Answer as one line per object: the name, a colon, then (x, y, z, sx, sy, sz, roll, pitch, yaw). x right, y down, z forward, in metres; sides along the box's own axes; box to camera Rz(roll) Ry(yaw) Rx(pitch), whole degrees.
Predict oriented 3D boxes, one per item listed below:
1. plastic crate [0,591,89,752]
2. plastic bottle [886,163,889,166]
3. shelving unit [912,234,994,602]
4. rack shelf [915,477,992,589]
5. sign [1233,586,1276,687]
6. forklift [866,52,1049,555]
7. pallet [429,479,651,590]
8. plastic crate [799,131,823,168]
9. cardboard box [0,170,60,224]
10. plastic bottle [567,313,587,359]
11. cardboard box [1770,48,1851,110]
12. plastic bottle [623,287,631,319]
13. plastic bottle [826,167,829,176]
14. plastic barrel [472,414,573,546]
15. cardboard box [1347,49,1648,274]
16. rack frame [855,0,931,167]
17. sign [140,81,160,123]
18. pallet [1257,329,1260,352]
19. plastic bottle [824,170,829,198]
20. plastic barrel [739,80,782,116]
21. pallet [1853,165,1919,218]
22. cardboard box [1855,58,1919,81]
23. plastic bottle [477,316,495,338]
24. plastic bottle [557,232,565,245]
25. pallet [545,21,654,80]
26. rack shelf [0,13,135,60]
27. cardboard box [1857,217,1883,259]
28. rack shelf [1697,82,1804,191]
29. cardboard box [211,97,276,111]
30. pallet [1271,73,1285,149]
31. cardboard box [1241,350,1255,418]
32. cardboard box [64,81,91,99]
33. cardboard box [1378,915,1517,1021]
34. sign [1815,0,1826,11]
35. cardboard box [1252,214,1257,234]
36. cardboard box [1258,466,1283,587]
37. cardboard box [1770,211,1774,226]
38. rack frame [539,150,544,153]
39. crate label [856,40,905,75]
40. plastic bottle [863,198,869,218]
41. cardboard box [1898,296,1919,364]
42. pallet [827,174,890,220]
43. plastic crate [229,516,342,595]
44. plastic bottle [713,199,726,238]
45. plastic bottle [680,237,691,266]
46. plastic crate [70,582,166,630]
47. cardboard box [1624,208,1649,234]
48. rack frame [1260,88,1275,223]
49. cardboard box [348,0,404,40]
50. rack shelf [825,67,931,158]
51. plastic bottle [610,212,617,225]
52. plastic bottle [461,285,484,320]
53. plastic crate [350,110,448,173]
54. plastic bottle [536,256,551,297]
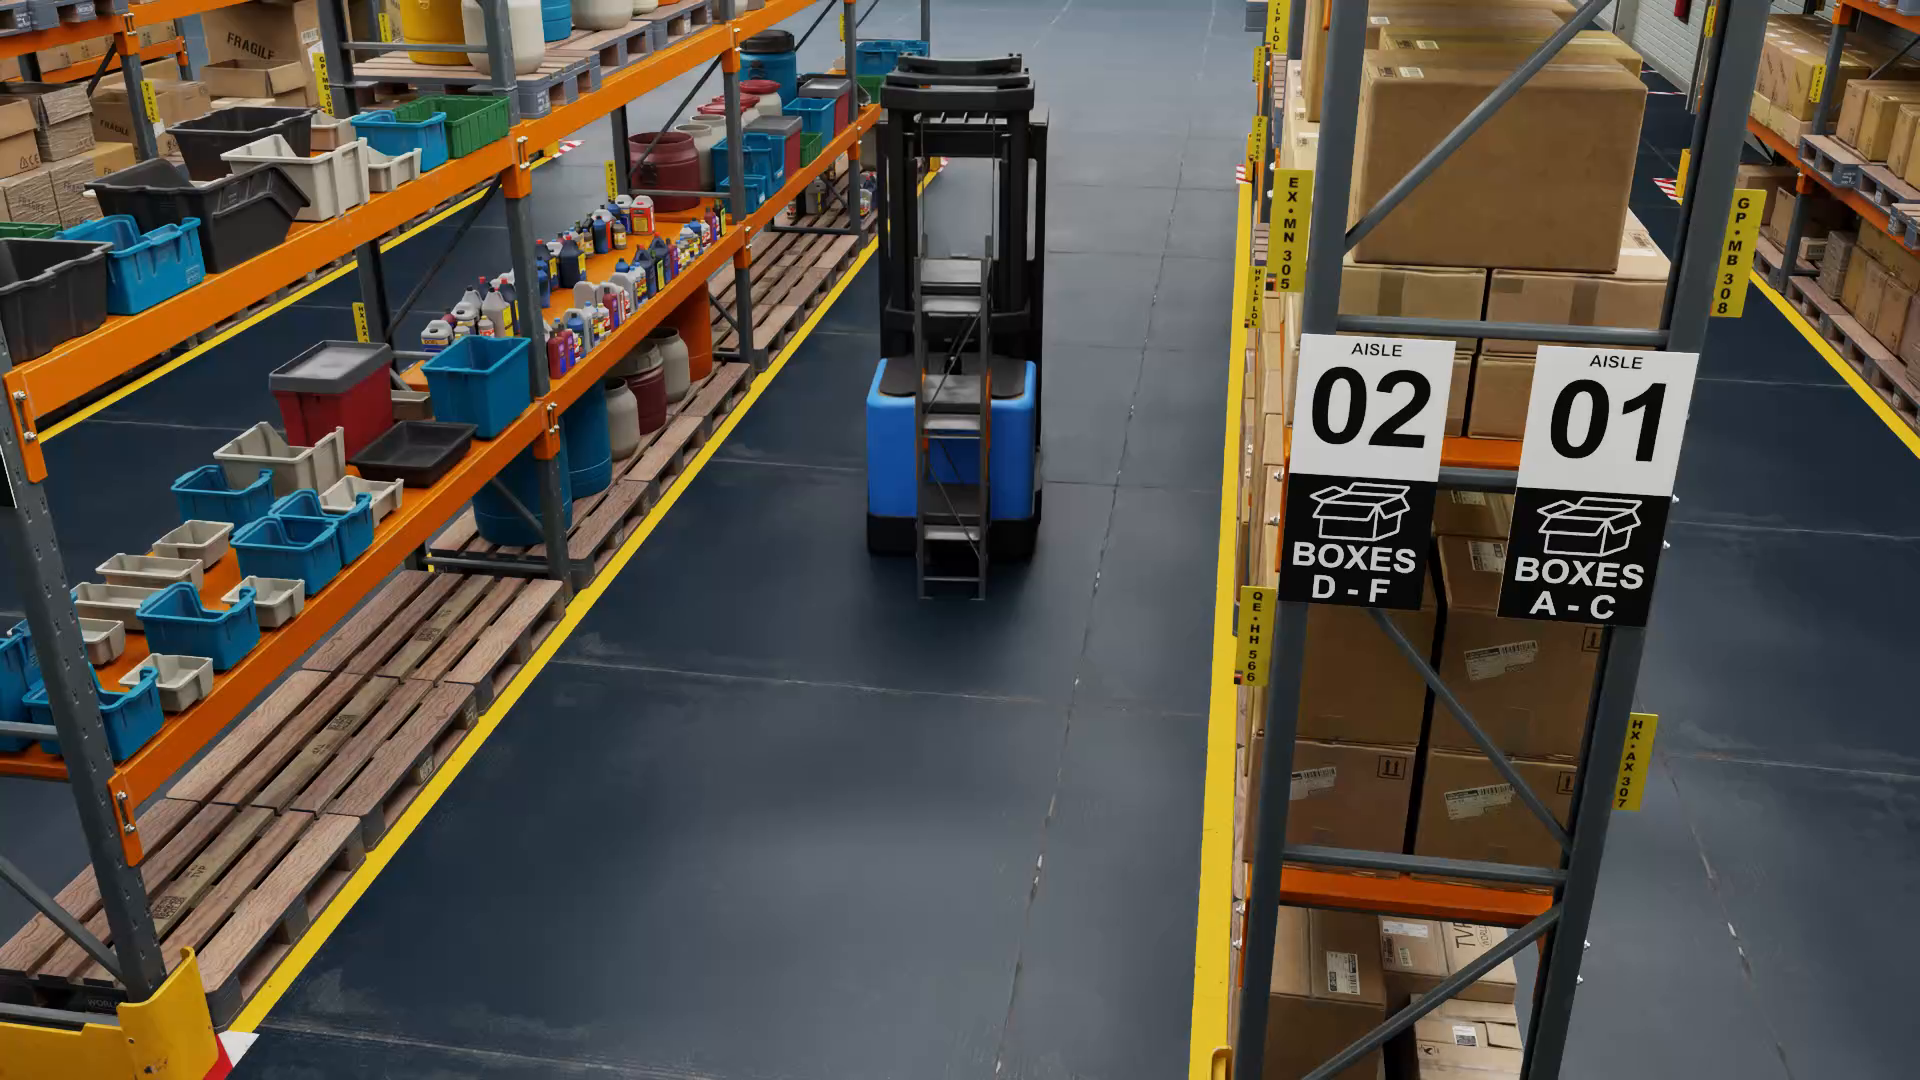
plastic crate: (-3.609, 0.458, 6.122, 0.616, 0.435, 0.499, 4, 25, 9)
plastic bottle: (-0.801, -4.102, 18.669, 0.152, 0.276, 0.135, 4, 25, 9)
shelving unit: (-0.036, -0.693, 9.754, 0.431, 2.100, 0.503, 2, 25, 3)
rack shelf: (-0.036, -0.047, 10.056, 0.431, 0.518, 0.480, 2, 25, 3)
sign: (0.862, 0.284, 4.866, 0.100, 0.325, 0.005, 4, 25, 9)
forklift: (0.025, -1.821, 11.184, 1.130, 2.935, 3.031, 2, 25, 3)
pallet: (-2.659, -0.076, 10.664, 1.003, 0.211, 1.213, 4, 25, 9)
plastic crate: (-1.525, -3.521, 14.984, 0.450, 0.188, 0.662, 4, 25, 9)
cardboard box: (-7.064, -2.432, 12.289, 0.500, 0.500, 0.500, 3, 25, 7)
plastic bottle: (-2.307, -1.231, 9.993, 0.097, 0.271, 0.097, 0, 25, 0)
cardboard box: (8.103, -4.388, 15.855, 0.500, 0.500, 0.500, 4, 25, 8)
plastic bottle: (-2.177, -1.530, 10.715, 0.097, 0.201, 0.097, 0, 25, 0)
plastic bottle: (-1.525, -4.122, 18.716, 0.097, 0.271, 0.097, 0, 25, 0)
plastic barrel: (-2.721, -0.485, 10.229, 0.600, 0.901, 0.708, 4, 25, 9)
cardboard box: (1.474, -1.074, 4.671, 0.700, 0.500, 0.500, 4, 25, 9)
rack frame: (-0.865, -6.038, 20.111, 1.000, 3.000, 0.127, 4, 25, 9)
sign: (-6.511, -3.523, 13.372, 0.100, 0.325, 0.005, 4, 25, 9)
pallet: (2.400, -1.447, 10.529, 1.003, 0.211, 1.213, 4, 25, 9)
plastic bottle: (-1.478, -3.899, 18.228, 0.061, 0.283, 0.133, 4, 25, 9)
plastic barrel: (-1.892, -4.042, 15.686, 0.433, 0.535, 0.433, 0, 25, 0)
pallet: (7.884, -2.750, 13.312, 1.003, 0.211, 1.213, 4, 25, 9)
cardboard box: (8.538, -4.142, 15.329, 0.500, 0.500, 0.500, 3, 25, 7)
plastic bottle: (-2.895, -1.268, 10.156, 0.097, 0.201, 0.097, 0, 25, 0)
plastic bottle: (-2.796, -2.001, 11.624, 0.061, 0.283, 0.133, 4, 25, 9)
pallet: (-2.612, -3.101, 10.522, 1.003, 0.211, 1.213, 4, 25, 9)
rack shelf: (-7.386, -3.232, 11.426, 1.077, 0.370, 4.000, 4, 25, 9)
cardboard box: (8.083, -2.592, 14.295, 0.500, 0.250, 0.500, 3, 25, 7)
rack shelf: (8.582, -4.189, 17.011, 1.077, 0.370, 4.000, 4, 25, 9)
cardboard box: (-6.558, -3.843, 15.103, 0.500, 0.250, 0.500, 3, 25, 7)
pallet: (2.236, -2.216, 8.629, 1.213, 0.211, 1.003, 4, 25, 9)
cardboard box: (2.277, -1.025, 11.830, 0.500, 0.500, 0.500, 3, 25, 7)
cardboard box: (-10.967, -4.958, 19.814, 0.875, 0.875, 0.875, 4, 25, 9)
cardboard box: (1.857, 1.628, 6.459, 0.500, 0.250, 0.500, 4, 25, 9)
sign: (9.453, -5.972, 18.233, 0.100, 0.325, 0.005, 4, 25, 9)
cardboard box: (2.967, -2.855, 15.397, 0.500, 0.311, 0.500, 4, 25, 8)
cardboard box: (1.289, 0.084, 5.735, 0.500, 0.500, 0.500, 5, 25, 10)
cardboard box: (8.536, -3.254, 17.008, 0.380, 0.149, 0.250, 2, 25, 4)
rack frame: (-5.751, -6.381, 20.845, 1.000, 3.000, 0.127, 4, 25, 9)
crate label: (-0.899, -5.266, 18.419, 0.502, 0.435, 0.616, 4, 25, 9)
plastic bottle: (-1.001, -3.485, 17.439, 0.097, 0.201, 0.097, 0, 25, 0)
cardboard box: (7.866, -1.585, 13.028, 0.700, 0.500, 0.500, 4, 25, 8)
pallet: (-1.171, -3.892, 18.816, 1.003, 0.211, 1.213, 4, 25, 9)
plastic crate: (-2.900, 0.071, 7.186, 0.416, 0.233, 0.300, 4, 25, 9)
plastic bottle: (-1.818, -2.441, 12.563, 0.061, 0.283, 0.133, 4, 25, 9)
plastic bottle: (-1.972, -2.056, 11.839, 0.097, 0.201, 0.097, 0, 25, 0)
plastic crate: (-3.464, 0.272, 6.871, 0.396, 0.136, 0.243, 4, 25, 9)
cardboard box: (1.836, -0.924, 5.235, 0.500, 0.250, 0.500, 4, 25, 9)
rack frame: (2.714, -2.347, 12.227, 1.000, 3.000, 0.127, 4, 25, 9)
cardboard box: (-6.081, -5.512, 17.339, 0.500, 0.500, 0.500, 4, 25, 9)
rack shelf: (-1.192, -4.876, 18.477, 1.077, 0.370, 4.000, 4, 25, 9)
plastic bottle: (-2.624, -2.356, 12.480, 0.097, 0.201, 0.097, 0, 25, 0)
plastic bottle: (-2.999, -1.404, 10.269, 0.144, 0.351, 0.185, 4, 25, 9)
plastic crate: (-2.660, -1.899, 7.928, 0.416, 0.233, 0.300, 4, 25, 9)
plastic bottle: (-2.805, -1.767, 11.139, 0.097, 0.271, 0.097, 0, 25, 0)
